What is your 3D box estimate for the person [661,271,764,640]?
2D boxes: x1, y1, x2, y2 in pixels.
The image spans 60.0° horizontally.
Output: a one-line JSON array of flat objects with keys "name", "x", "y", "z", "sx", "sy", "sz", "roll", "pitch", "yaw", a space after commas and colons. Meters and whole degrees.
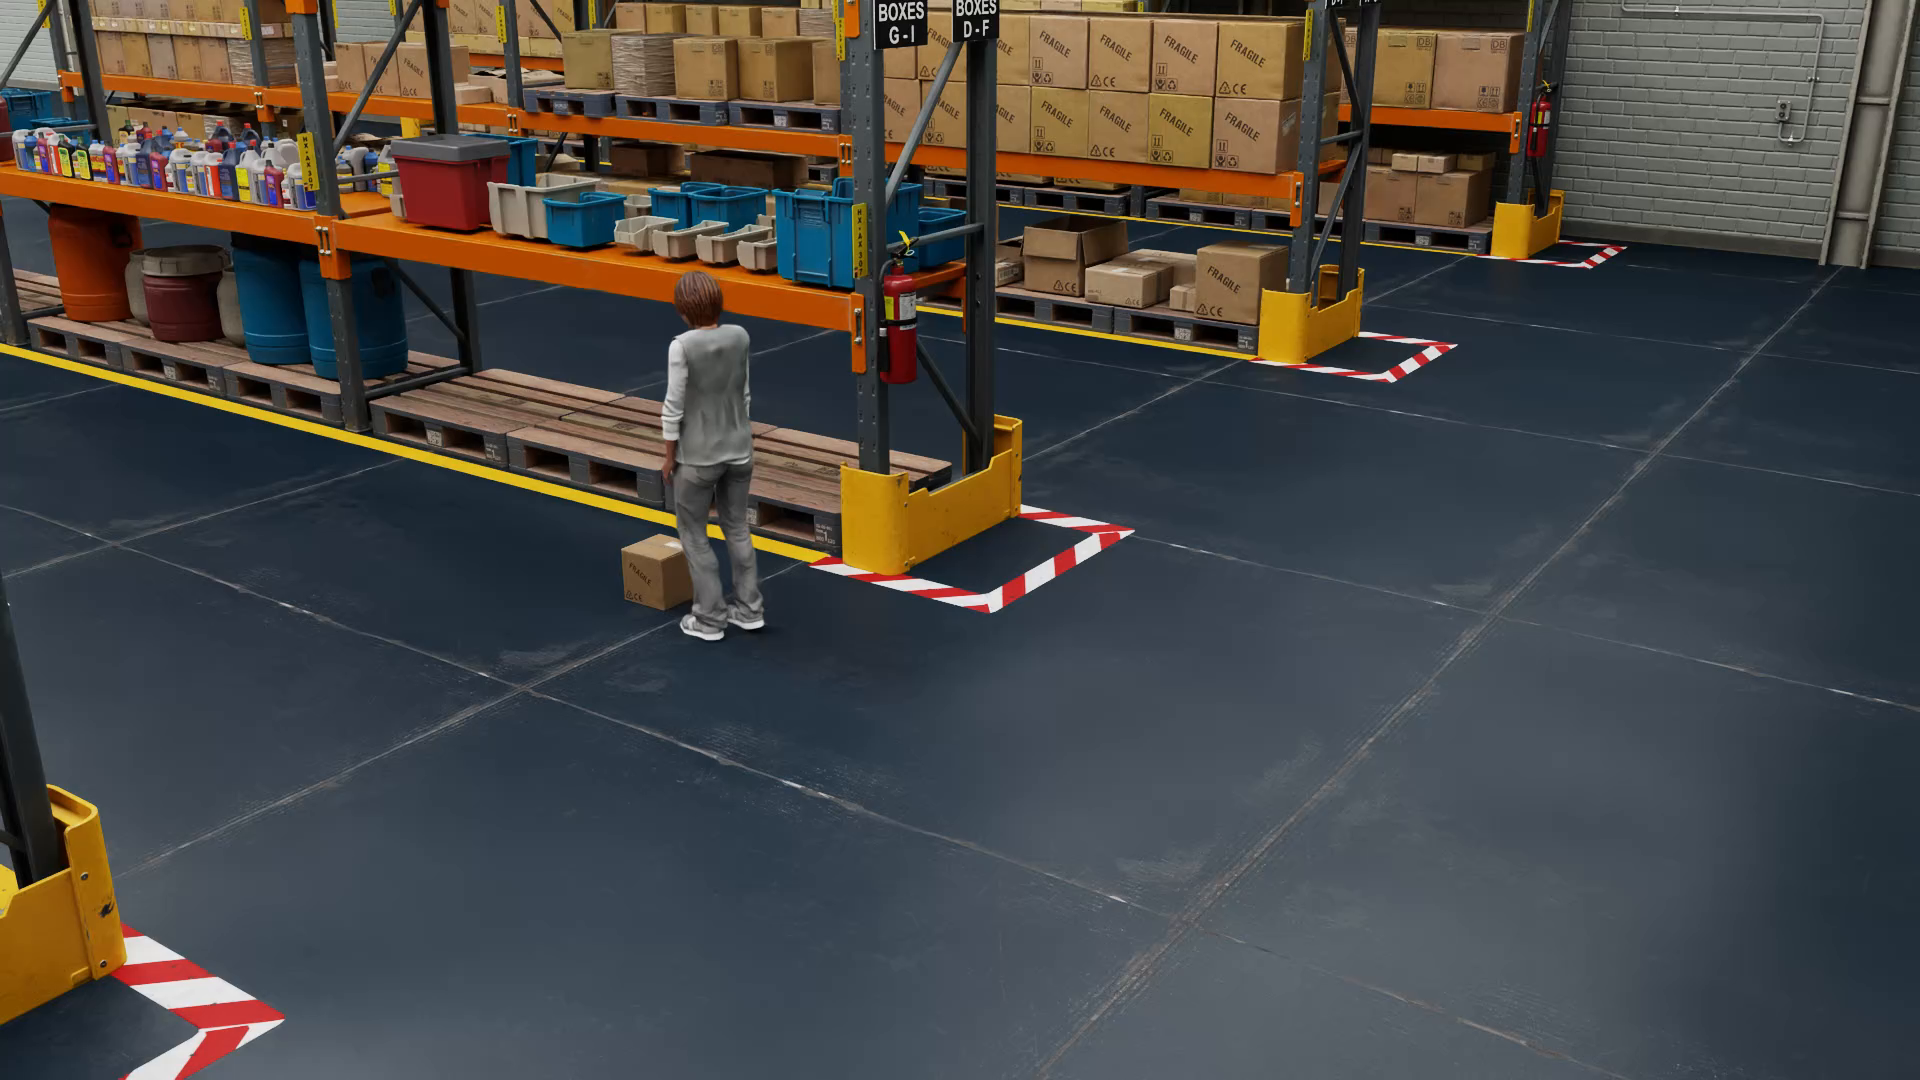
[{"name": "person", "x": -1.060, "y": -0.339, "z": 7.038, "sx": 0.409, "sy": 1.595, "sz": 0.307, "roll": -16, "pitch": 25, "yaw": -37}]
